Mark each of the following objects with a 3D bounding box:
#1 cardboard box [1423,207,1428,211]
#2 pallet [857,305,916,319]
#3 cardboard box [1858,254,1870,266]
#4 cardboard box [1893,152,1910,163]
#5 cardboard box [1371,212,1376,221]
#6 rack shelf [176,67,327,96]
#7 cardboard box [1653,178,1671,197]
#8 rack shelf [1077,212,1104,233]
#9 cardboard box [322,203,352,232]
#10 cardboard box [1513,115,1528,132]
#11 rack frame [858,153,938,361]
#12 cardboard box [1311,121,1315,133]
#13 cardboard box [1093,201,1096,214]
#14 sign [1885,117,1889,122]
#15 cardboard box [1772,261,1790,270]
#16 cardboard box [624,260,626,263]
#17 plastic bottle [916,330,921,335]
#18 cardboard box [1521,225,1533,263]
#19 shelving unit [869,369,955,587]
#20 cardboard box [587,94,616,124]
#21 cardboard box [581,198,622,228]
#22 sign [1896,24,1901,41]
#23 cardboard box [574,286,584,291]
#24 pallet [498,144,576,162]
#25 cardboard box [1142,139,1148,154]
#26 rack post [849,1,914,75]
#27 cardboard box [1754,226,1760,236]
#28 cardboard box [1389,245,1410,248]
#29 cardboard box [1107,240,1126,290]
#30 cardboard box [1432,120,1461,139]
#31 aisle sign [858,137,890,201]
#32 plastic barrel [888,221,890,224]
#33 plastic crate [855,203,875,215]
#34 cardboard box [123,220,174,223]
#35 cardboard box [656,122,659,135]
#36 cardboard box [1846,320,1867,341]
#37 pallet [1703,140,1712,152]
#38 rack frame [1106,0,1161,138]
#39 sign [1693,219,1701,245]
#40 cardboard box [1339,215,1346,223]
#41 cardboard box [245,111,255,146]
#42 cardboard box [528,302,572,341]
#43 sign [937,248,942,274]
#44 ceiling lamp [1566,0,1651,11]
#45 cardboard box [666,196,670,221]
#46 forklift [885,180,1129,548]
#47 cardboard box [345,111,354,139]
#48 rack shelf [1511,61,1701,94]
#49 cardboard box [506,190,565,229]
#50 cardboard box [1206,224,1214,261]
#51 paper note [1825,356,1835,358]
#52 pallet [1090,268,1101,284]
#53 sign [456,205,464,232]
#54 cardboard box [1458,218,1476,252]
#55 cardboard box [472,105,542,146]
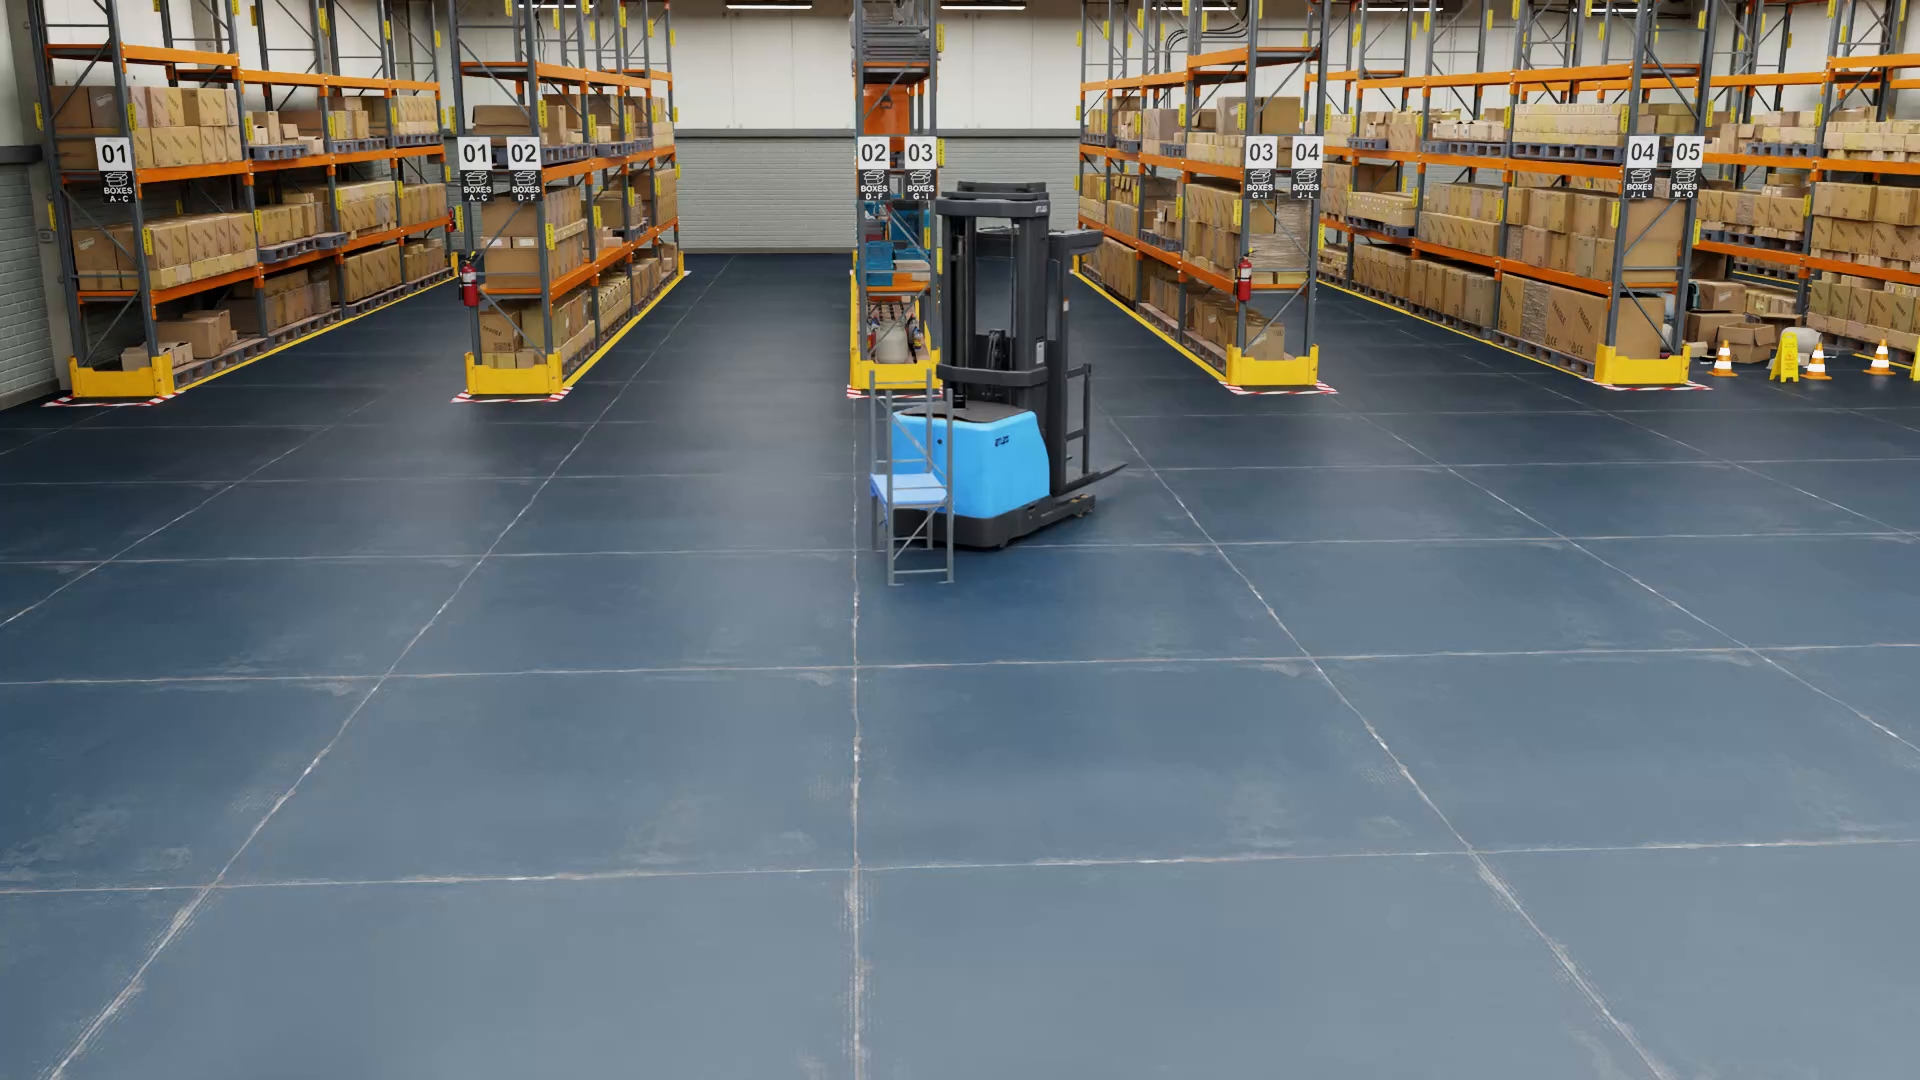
[{"bbox_3d":[8.741,-6.049,30.583,0.380,0.149,0.250,-1,14,-5],"label":"cardboard box"},{"bbox_3d":[-1.281,-3.895,28.741,1.003,0.211,1.213,-1,14,-3],"label":"pallet"},{"bbox_3d":[13.561,-4.150,24.641,0.380,0.149,0.250,-1,14,-3],"label":"cardboard box"},{"bbox_3d":[13.598,-5.475,23.771,0.380,0.149,0.250,-1,14,-4],"label":"cardboard box"},{"bbox_3d":[8.026,-6.151,31.573,0.380,0.149,0.250,-2,15,-6],"label":"cardboard box"},{"bbox_3d":[-11.055,-7.152,26.009,1.077,0.370,4.000,-1,14,-3],"label":"rack shelf"},{"bbox_3d":[13.211,-6.453,30.879,0.500,0.500,0.500,-1,14,-2],"label":"cardboard box"},{"bbox_3d":[3.281,-6.659,35.331,1.077,0.370,4.000,-1,14,-3],"label":"rack shelf"},{"bbox_3d":[-10.953,-5.613,28.983,0.500,0.500,0.500,0,14,-2],"label":"cardboard box"},{"bbox_3d":[8.608,-6.222,24.829,0.500,0.250,0.500,-1,14,-3],"label":"cardboard box"},{"bbox_3d":[-0.795,-3.449,21.412,1.000,3.000,0.127,-1,14,-3],"label":"rack frame"},{"bbox_3d":[7.915,-8.935,36.013,0.500,0.250,0.500,-1,14,-4],"label":"cardboard box"},{"bbox_3d":[3.049,-6.943,34.694,0.500,0.250,0.500,-1,14,-2],"label":"cardboard box"},{"bbox_3d":[14.333,-6.387,25.772,0.100,0.325,0.005,-1,14,-3],"label":"sign"},{"bbox_3d":[18.024,-6.103,35.901,0.700,0.500,0.500,-1,14,-6],"label":"cardboard box"},{"bbox_3d":[-6.652,-5.104,31.977,0.500,0.500,0.500,-1,14,-3],"label":"cardboard box"},{"bbox_3d":[-0.592,-2.859,23.687,0.061,0.283,0.133,-1,14,-3],"label":"plastic bottle"},{"bbox_3d":[8.949,-4.416,24.871,0.875,0.550,0.550,-1,14,-3],"label":"cardboard box"},{"bbox_3d":[-0.389,-0.512,13.004,0.538,1.500,1.048,-2,15,-9],"label":"shelving unit"},{"bbox_3d":[-6.255,-7.457,28.762,0.500,0.500,0.500,-1,14,-3],"label":"cardboard box"},{"bbox_3d":[-6.386,-5.770,29.388,0.700,0.500,0.500,-6,16,-22],"label":"cardboard box"},{"bbox_3d":[18.803,-10.185,33.359,0.100,0.325,0.005,-1,14,-3],"label":"sign"},{"bbox_3d":[-6.393,-3.986,27.050,0.500,0.311,0.500,-1,14,-4],"label":"cardboard box"},{"bbox_3d":[-5.836,-5.264,22.623,1.003,0.211,1.213,-1,14,-3],"label":"pallet"},{"bbox_3d":[3.428,-6.774,28.617,0.500,0.250,0.500,-1,14,-2],"label":"cardboard box"},{"bbox_3d":[-1.251,-7.934,26.404,1.013,1.000,3.121,-1,14,-3],"label":"rack post"},{"bbox_3d":[13.435,-5.133,27.617,0.380,0.149,0.250,-1,14,-3],"label":"cardboard box"},{"bbox_3d":[8.679,-5.608,32.471,0.500,0.250,0.500,0,14,-1],"label":"cardboard box"},{"bbox_3d":[3.521,-5.303,32.040,1.225,0.875,0.875,-1,14,-5],"label":"cardboard box"},{"bbox_3d":[8.435,-7.045,28.501,0.500,0.311,0.500,-1,14,-3],"label":"cardboard box"},{"bbox_3d":[-1.087,-4.686,21.001,0.394,0.787,0.004,-1,14,-3],"label":"aisle sign"},{"bbox_3d":[-1.014,-5.240,28.149,0.421,0.512,0.421,0,14,0],"label":"plastic barrel"},{"bbox_3d":[-1.908,-6.566,33.436,0.392,0.384,0.575,-1,14,-3],"label":"plastic crate"},{"bbox_3d":[-11.013,-4.089,22.656,0.500,0.500,0.500,-1,14,-3],"label":"cardboard box"},{"bbox_3d":[-6.298,-8.229,33.268,0.500,0.250,0.500,-1,14,-3],"label":"cardboard box"},{"bbox_3d":[13.638,-3.130,24.846,0.500,0.250,0.500,-1,14,-4],"label":"cardboard box"},{"bbox_3d":[13.451,-7.189,30.305,1.213,0.211,1.003,0,14,-1],"label":"pallet"},{"bbox_3d":[3.405,-9.415,32.561,1.000,3.000,0.127,-1,14,-3],"label":"rack frame"},{"bbox_3d":[9.659,-4.042,21.819,0.100,0.325,0.005,-1,14,-3],"label":"sign"},{"bbox_3d":[7.986,-6.570,34.044,0.380,0.149,0.250,-1,14,-5],"label":"cardboard box"},{"bbox_3d":[-10.885,-6.133,24.779,0.500,0.500,0.500,1,14,5],"label":"cardboard box"},{"bbox_3d":[-5.627,-2.994,22.813,0.500,0.500,0.500,-1,14,-3],"label":"cardboard box"},{"bbox_3d":[-0.246,-3.591,21.406,0.100,0.325,0.005,-1,14,-3],"label":"sign"},{"bbox_3d":[15.512,-14.098,39.047,2.000,3.185,0.800,-1,14,-3],"label":"ceiling lamp"},{"bbox_3d":[-6.339,-6.916,34.684,0.500,0.500,0.500,-1,14,-4],"label":"cardboard box"},{"bbox_3d":[0.563,-1.671,14.639,1.130,2.935,3.031,9,17,30],"label":"forklift"},{"bbox_3d":[-11.416,-7.511,30.096,0.700,0.500,0.500,-1,14,-3],"label":"cardboard box"},{"bbox_3d":[8.981,-6.438,23.234,1.077,0.370,4.000,-1,14,-3],"label":"rack shelf"},{"bbox_3d":[-5.860,-4.560,22.927,0.700,0.500,0.500,-1,14,-3],"label":"cardboard box"},{"bbox_3d":[3.984,-4.227,23.639,0.875,0.500,0.500,-1,14,-3],"label":"cardboard box"},{"bbox_3d":[12.788,-2.698,24.452,0.142,0.019,0.148,-6,16,-23],"label":"paper note"},{"bbox_3d":[3.357,-5.654,35.577,1.003,0.211,1.213,-1,14,-3],"label":"pallet"},{"bbox_3d":[-6.282,-4.044,20.925,0.100,0.325,0.005,-1,14,-3],"label":"sign"},{"bbox_3d":[8.496,-4.997,27.228,0.500,0.500,0.500,-1,14,-3],"label":"cardboard box"},{"bbox_3d":[-5.770,-5.290,21.218,0.797,0.503,0.637,0,14,0],"label":"cardboard box"}]
